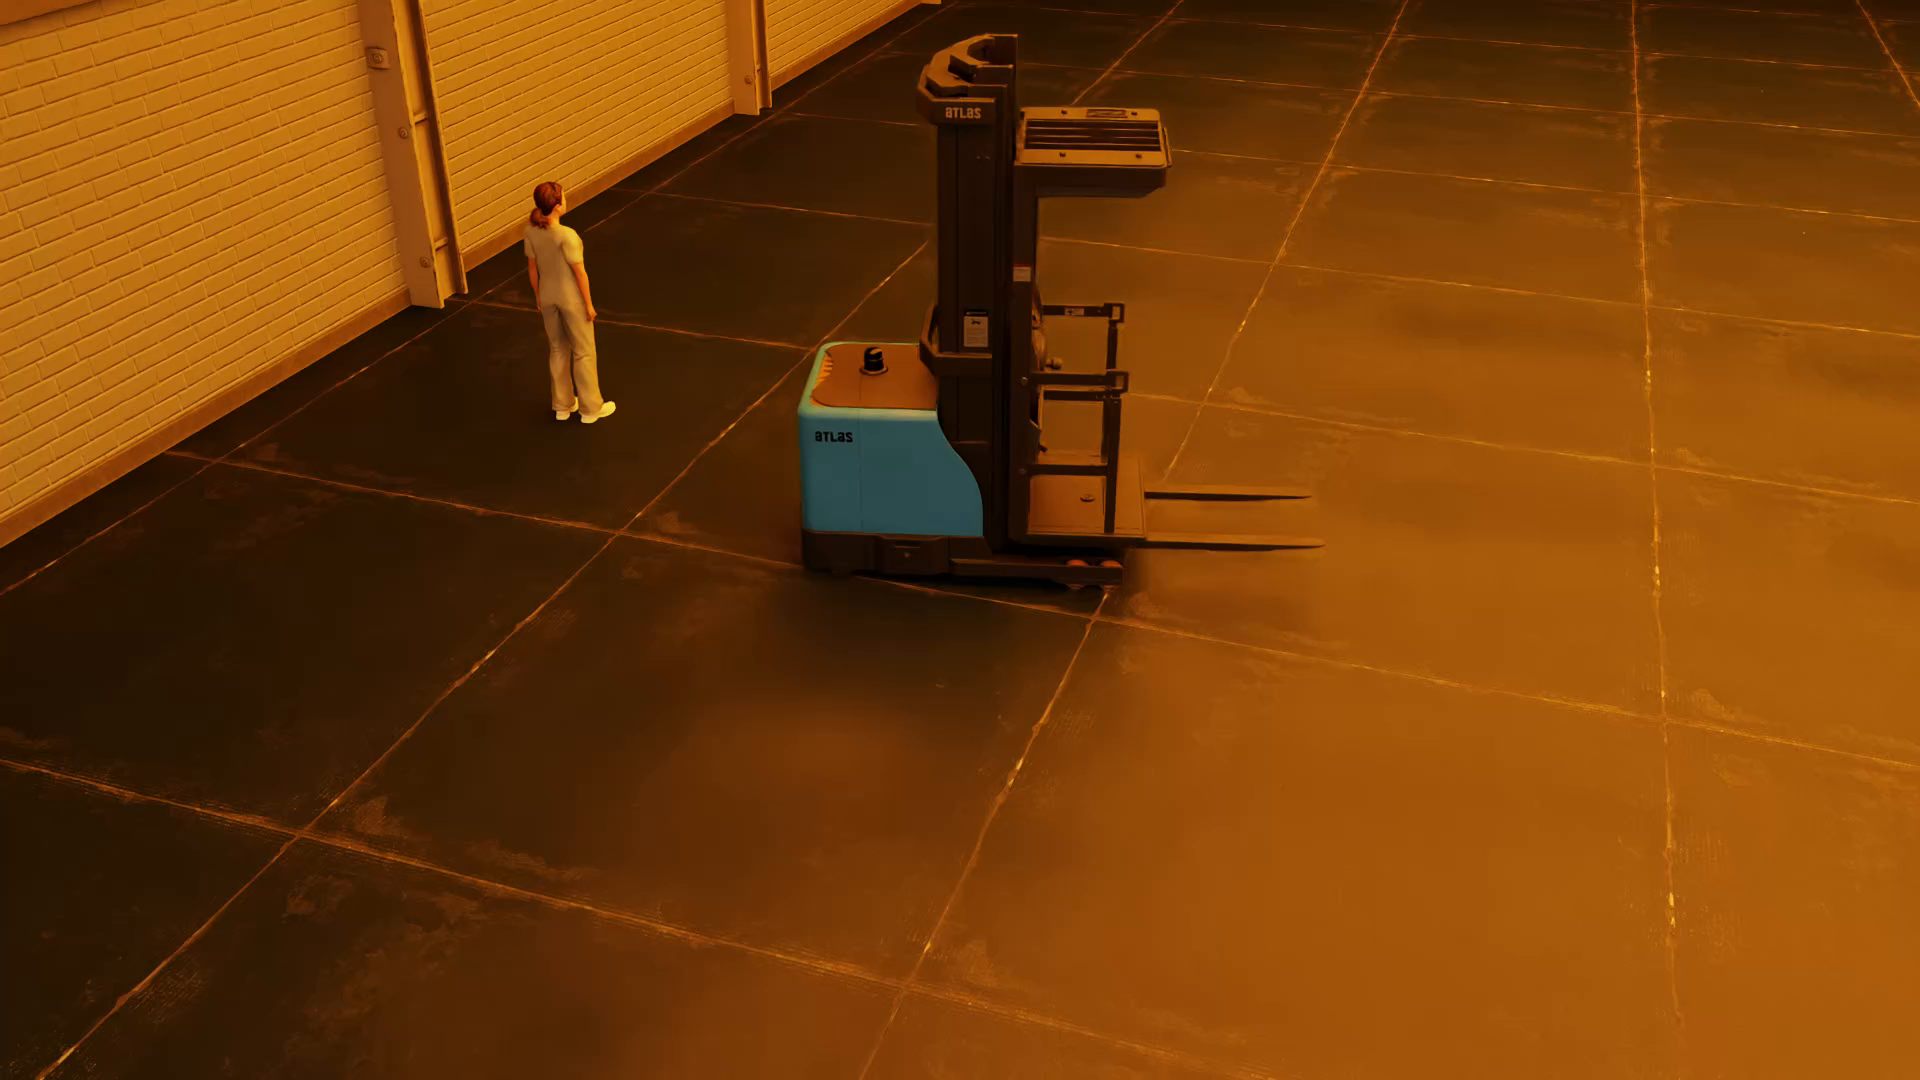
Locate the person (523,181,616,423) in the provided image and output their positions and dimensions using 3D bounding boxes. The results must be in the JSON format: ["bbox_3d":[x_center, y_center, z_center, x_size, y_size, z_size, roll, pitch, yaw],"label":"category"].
[{"bbox_3d":[-2.660,-1.601,11.217,0.459,1.674,0.377,12,32,21],"label":"person"}]

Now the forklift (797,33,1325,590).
[{"bbox_3d":[0.614,-1.260,9.347,3.031,2.935,1.130,2,30,3],"label":"forklift"}]
